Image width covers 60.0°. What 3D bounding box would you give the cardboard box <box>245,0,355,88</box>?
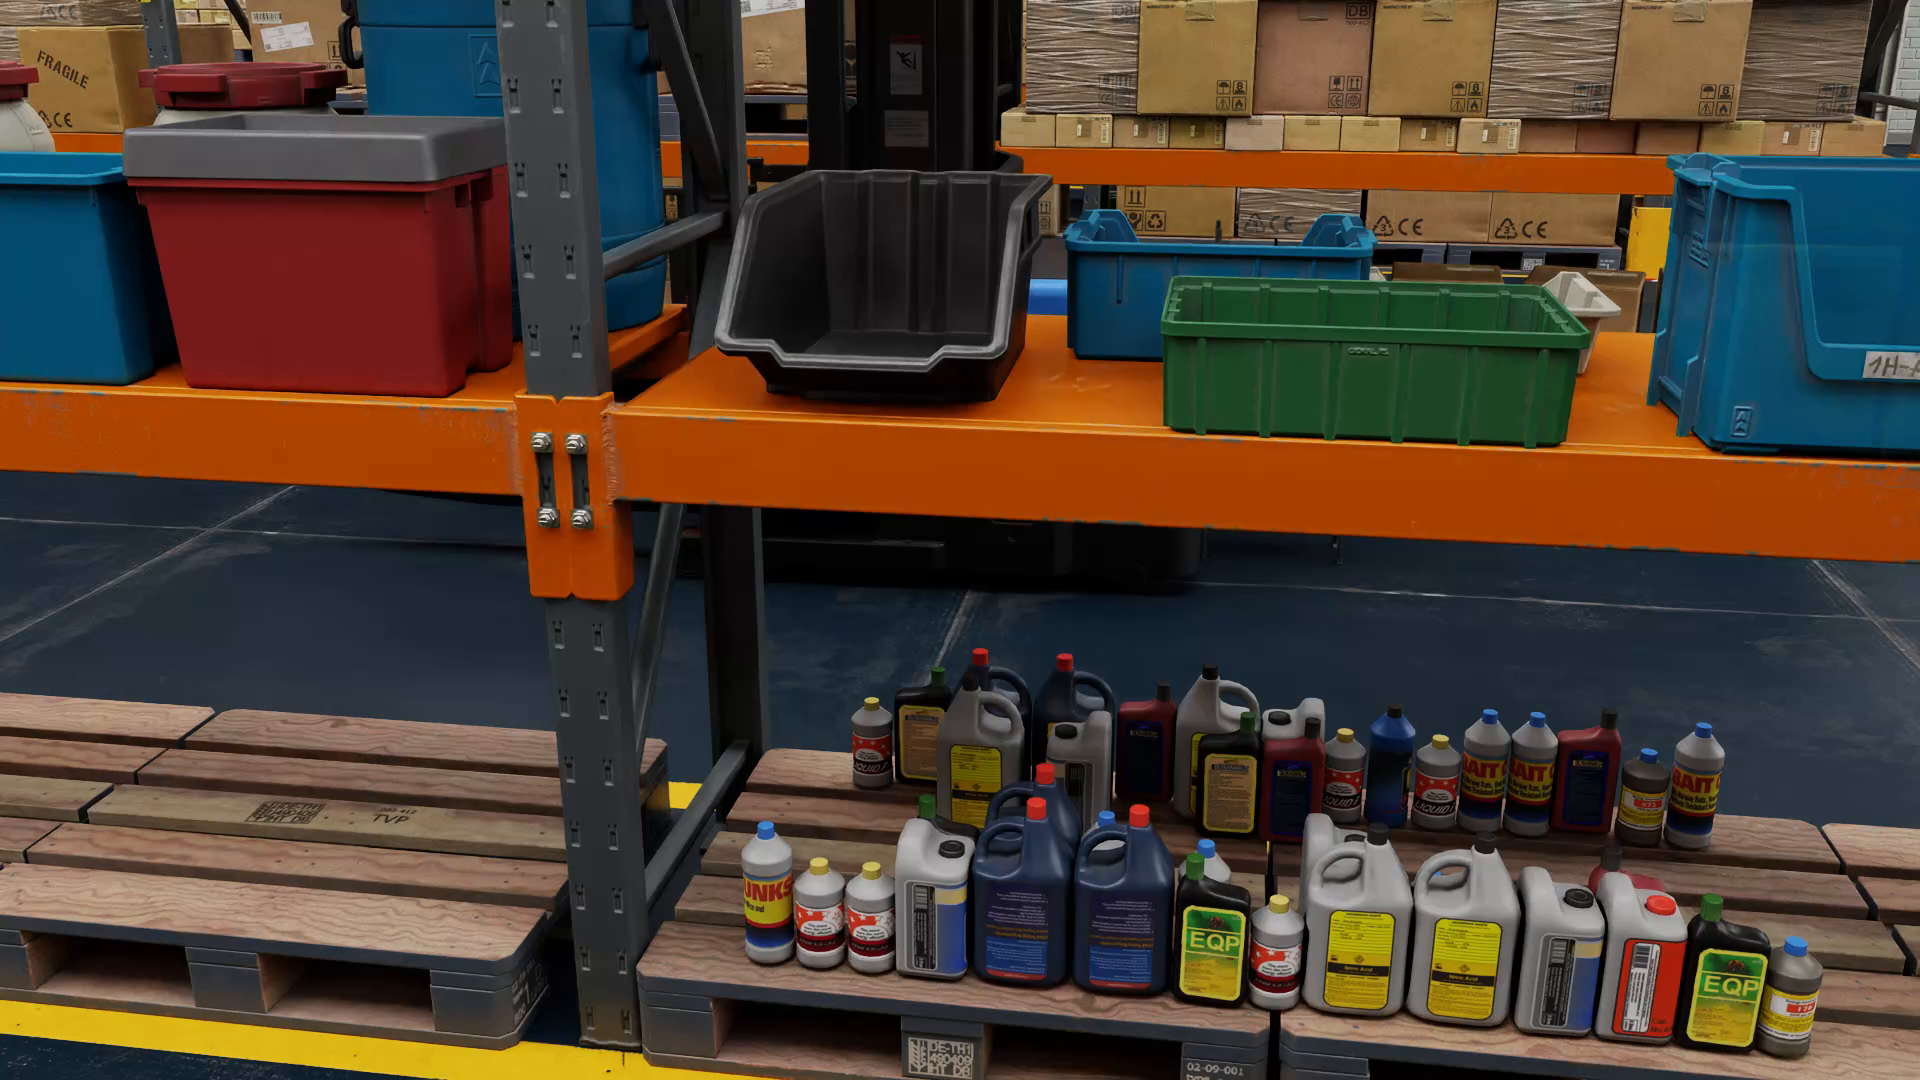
[{"bbox_3d":[-3.237,-2.556,8.396,0.500,0.500,0.500,1,19,2],"label":"cardboard box"}]

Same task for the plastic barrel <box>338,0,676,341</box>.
[{"bbox_3d":[-0.946,-0.923,3.545,0.708,0.901,0.600,3,19,9],"label":"plastic barrel"}]

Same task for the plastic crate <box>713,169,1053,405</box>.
[{"bbox_3d":[-0.116,-0.476,3.095,0.504,0.338,0.767,3,19,9],"label":"plastic crate"}]

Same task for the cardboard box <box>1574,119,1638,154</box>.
[{"bbox_3d":[2.822,-1.804,7.364,0.250,0.149,0.380,3,19,9],"label":"cardboard box"}]

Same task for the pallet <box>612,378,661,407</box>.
[{"bbox_3d":[-1.804,-0.900,8.660,1.213,0.211,1.003,3,19,9],"label":"pallet"}]

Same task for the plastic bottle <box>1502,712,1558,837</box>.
[{"bbox_3d":[1.258,0.509,3.661,0.097,0.271,0.097,0,18,0],"label":"plastic bottle"}]

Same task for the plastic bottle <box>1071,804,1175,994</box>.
[{"bbox_3d":[0.305,0.656,3.095,0.185,0.351,0.144,2,19,6],"label":"plastic bottle"}]

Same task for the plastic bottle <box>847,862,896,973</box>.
[{"bbox_3d":[-0.167,0.711,3.168,0.097,0.201,0.097,0,18,0],"label":"plastic bottle"}]

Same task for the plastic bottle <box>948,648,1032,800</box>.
[{"bbox_3d":[0.069,0.418,3.807,0.185,0.351,0.144,2,19,7],"label":"plastic bottle"}]

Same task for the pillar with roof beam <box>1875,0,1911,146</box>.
[{"bbox_3d":[11.175,-8.093,16.309,0.400,9.000,9.100,3,19,9],"label":"pillar with roof beam"}]

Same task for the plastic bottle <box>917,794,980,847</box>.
[{"bbox_3d":[-0.028,0.636,3.263,0.133,0.283,0.061,3,19,9],"label":"plastic bottle"}]

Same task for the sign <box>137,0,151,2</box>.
[{"bbox_3d":[-3.861,-2.699,7.818,0.005,0.325,0.100,3,19,9],"label":"sign"}]

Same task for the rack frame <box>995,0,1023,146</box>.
[{"bbox_3d":[0.173,-2.123,7.921,0.127,3.000,1.000,3,19,9],"label":"rack frame"}]

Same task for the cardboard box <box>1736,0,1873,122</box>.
[{"bbox_3d":[3.584,-2.146,7.364,0.500,0.500,0.875,3,19,9],"label":"cardboard box"}]

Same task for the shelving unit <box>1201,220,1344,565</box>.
[{"bbox_3d":[1.150,-0.526,5.983,0.503,1.200,0.258,2,19,7],"label":"shelving unit"}]

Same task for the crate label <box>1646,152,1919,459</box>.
[{"bbox_3d":[1.477,-0.395,2.699,0.616,0.435,0.502,3,19,9],"label":"crate label"}]

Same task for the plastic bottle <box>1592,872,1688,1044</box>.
[{"bbox_3d":[1.209,0.737,2.973,0.135,0.276,0.152,3,19,9],"label":"plastic bottle"}]

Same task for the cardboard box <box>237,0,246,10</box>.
[{"bbox_3d":[-5.495,-4.221,12.987,0.250,0.149,0.380,3,19,8],"label":"cardboard box"}]

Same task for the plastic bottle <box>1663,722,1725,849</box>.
[{"bbox_3d":[1.596,0.526,3.609,0.097,0.271,0.097,0,18,0],"label":"plastic bottle"}]

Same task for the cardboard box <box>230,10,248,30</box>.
[{"bbox_3d":[-5.489,-4.080,13.036,0.250,0.149,0.380,4,19,11],"label":"cardboard box"}]

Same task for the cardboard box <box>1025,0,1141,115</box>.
[{"bbox_3d":[0.607,-2.269,7.732,0.500,0.500,0.875,3,19,9],"label":"cardboard box"}]

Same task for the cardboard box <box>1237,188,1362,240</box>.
[{"bbox_3d":[2.560,-2.766,12.528,0.875,0.875,0.875,3,19,9],"label":"cardboard box"}]

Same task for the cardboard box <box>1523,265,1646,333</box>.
[{"bbox_3d":[2.913,-0.991,7.816,0.500,0.500,0.500,8,20,23],"label":"cardboard box"}]

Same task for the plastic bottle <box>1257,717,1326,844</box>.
[{"bbox_3d":[0.721,0.519,3.612,0.133,0.283,0.061,3,19,9],"label":"plastic bottle"}]

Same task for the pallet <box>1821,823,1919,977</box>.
[{"bbox_3d":[2.453,0.921,3.218,1.213,0.211,1.003,3,19,9],"label":"pallet"}]

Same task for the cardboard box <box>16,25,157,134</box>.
[{"bbox_3d":[-4.303,-2.319,8.349,0.500,0.500,0.500,4,19,10],"label":"cardboard box"}]

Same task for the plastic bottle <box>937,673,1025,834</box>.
[{"bbox_3d":[0.046,0.464,3.672,0.185,0.351,0.144,3,19,9],"label":"plastic bottle"}]

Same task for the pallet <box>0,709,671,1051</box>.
[{"bbox_3d":[-1.394,0.724,3.807,1.213,0.211,1.003,3,19,9],"label":"pallet"}]

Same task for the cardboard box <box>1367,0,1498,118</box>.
[{"bbox_3d":[2.092,-2.201,7.529,0.500,0.500,0.875,3,19,9],"label":"cardboard box"}]

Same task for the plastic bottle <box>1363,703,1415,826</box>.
[{"bbox_3d":[0.959,0.494,3.706,0.097,0.271,0.097,0,18,0],"label":"plastic bottle"}]

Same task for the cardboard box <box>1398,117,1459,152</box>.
[{"bbox_3d":[2.075,-1.829,7.438,0.250,0.149,0.380,3,19,9],"label":"cardboard box"}]

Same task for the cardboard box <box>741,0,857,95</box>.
[{"bbox_3d":[-0.589,-2.690,8.009,1.000,1.000,1.000,3,19,9],"label":"cardboard box"}]

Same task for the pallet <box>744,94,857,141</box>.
[{"bbox_3d":[-0.559,-2.116,8.202,1.213,0.211,1.003,3,19,9],"label":"pallet"}]

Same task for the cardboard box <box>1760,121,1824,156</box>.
[{"bbox_3d":[3.561,-1.765,7.247,0.250,0.149,0.380,3,19,9],"label":"cardboard box"}]

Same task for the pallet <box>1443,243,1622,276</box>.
[{"bbox_3d":[4.207,-2.164,12.437,1.213,0.211,1.003,3,19,9],"label":"pallet"}]

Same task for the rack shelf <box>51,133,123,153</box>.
[{"bbox_3d":[-5.751,-2.084,8.937,4.000,0.370,1.077,3,19,9],"label":"rack shelf"}]

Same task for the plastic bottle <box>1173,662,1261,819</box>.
[{"bbox_3d":[0.577,0.444,3.729,0.185,0.351,0.144,3,19,8],"label":"plastic bottle"}]

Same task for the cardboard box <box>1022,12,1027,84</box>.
[{"bbox_3d":[0.502,-3.662,12.362,0.500,0.500,0.500,3,19,8],"label":"cardboard box"}]

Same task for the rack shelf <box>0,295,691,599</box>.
[{"bbox_3d":[-2.587,-0.331,3.698,4.000,0.370,1.077,3,19,9],"label":"rack shelf"}]

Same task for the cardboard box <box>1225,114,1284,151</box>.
[{"bbox_3d":[1.322,-1.843,7.480,0.250,0.149,0.380,3,19,9],"label":"cardboard box"}]

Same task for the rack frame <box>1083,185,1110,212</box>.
[{"bbox_3d":[1.059,-3.672,12.550,0.127,3.000,1.000,3,19,9],"label":"rack frame"}]

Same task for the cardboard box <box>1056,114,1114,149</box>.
[{"bbox_3d":[0.582,-1.882,7.597,0.250,0.149,0.380,3,19,9],"label":"cardboard box"}]

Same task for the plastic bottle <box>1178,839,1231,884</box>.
[{"bbox_3d":[0.456,0.690,3.121,0.097,0.271,0.097,0,18,0],"label":"plastic bottle"}]

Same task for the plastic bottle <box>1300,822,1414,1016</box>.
[{"bbox_3d":[0.725,0.678,3.031,0.185,0.351,0.144,3,19,8],"label":"plastic bottle"}]

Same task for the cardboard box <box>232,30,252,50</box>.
[{"bbox_3d":[-5.503,-3.939,13.082,0.250,0.149,0.380,2,19,6],"label":"cardboard box"}]

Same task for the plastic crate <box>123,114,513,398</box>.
[{"bbox_3d":[-1.139,-0.530,3.059,0.583,0.464,0.402,3,19,9],"label":"plastic crate"}]

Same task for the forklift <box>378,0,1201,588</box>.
[{"bbox_3d":[-0.620,-1.415,5.913,3.031,2.935,1.130,2,19,7],"label":"forklift"}]

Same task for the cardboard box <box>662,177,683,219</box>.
[{"bbox_3d":[-2.303,-2.947,13.266,0.750,0.750,1.050,3,19,8],"label":"cardboard box"}]
